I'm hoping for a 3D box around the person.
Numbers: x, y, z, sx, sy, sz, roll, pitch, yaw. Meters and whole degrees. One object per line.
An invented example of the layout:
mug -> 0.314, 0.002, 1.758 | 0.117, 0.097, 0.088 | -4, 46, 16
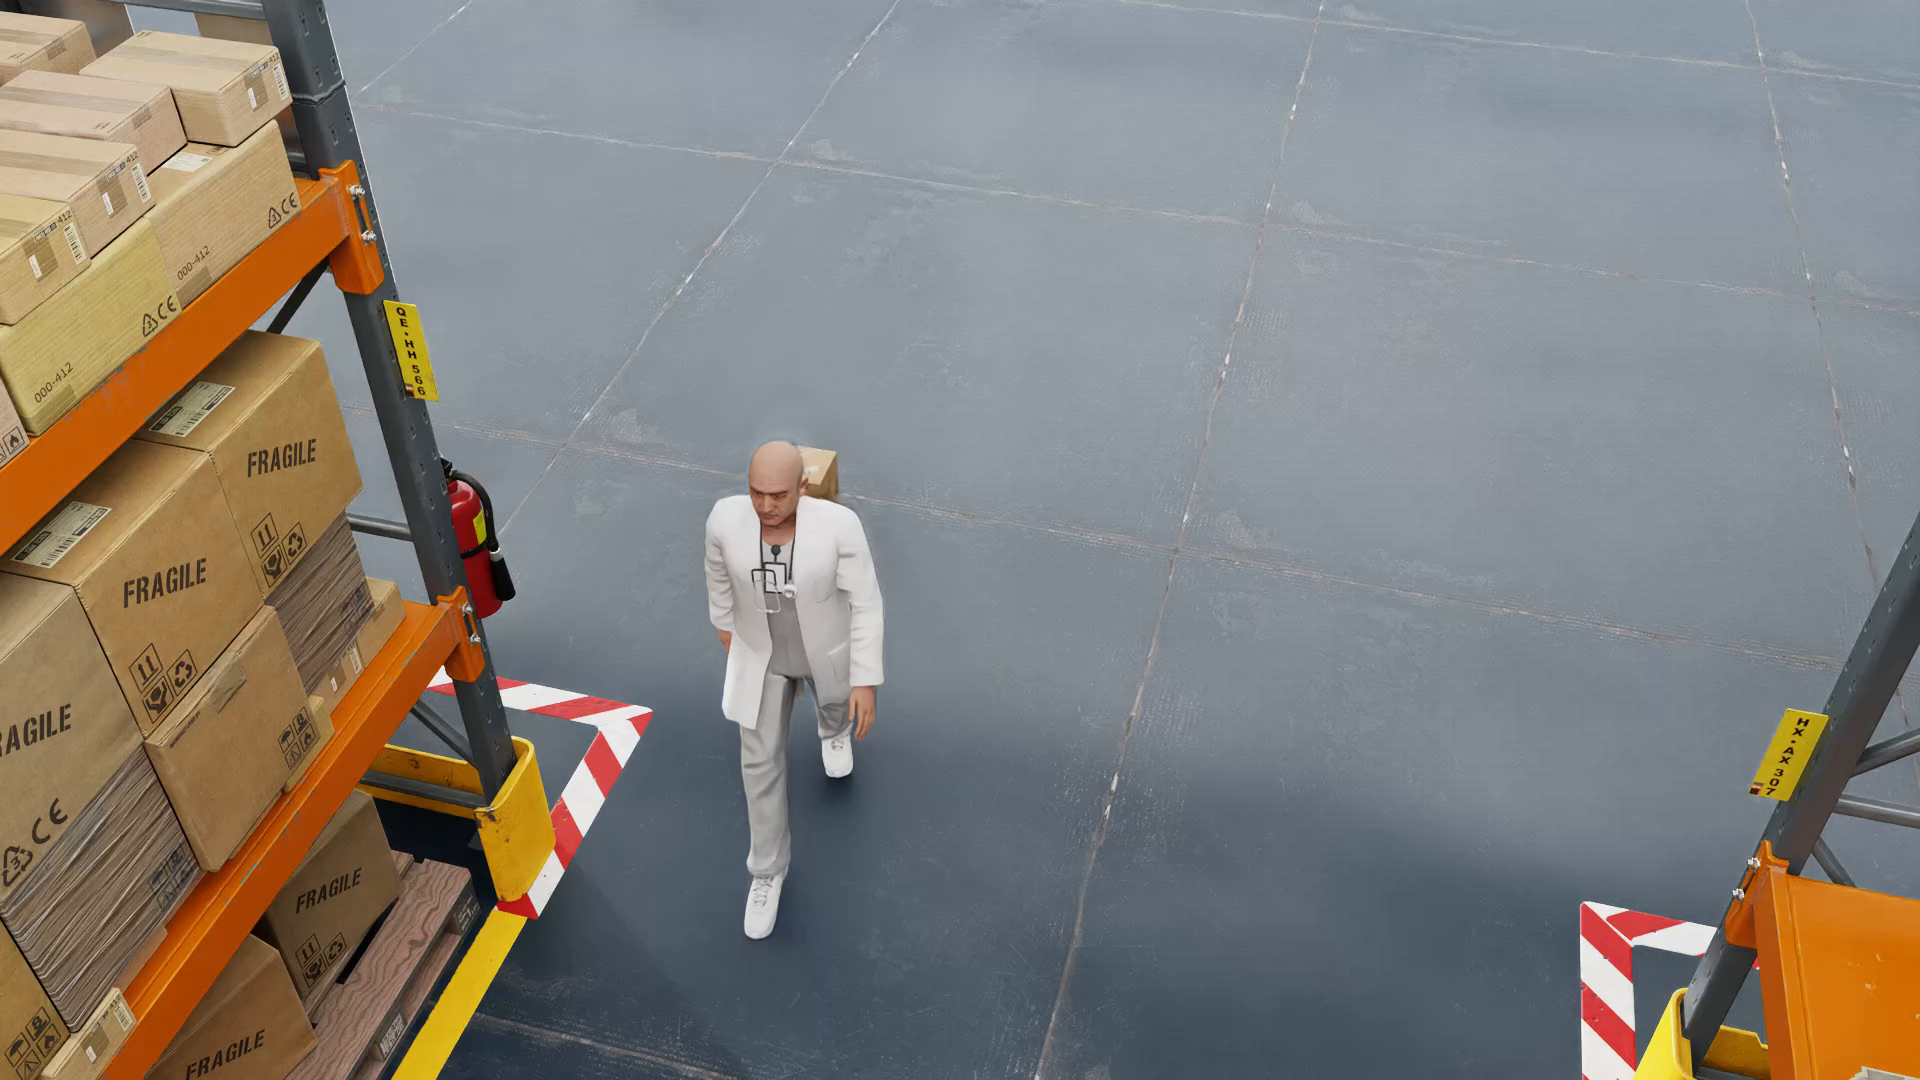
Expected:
person -> -0.566, 0.402, 5.676 | 0.632, 1.722, 1.123 | 1, 40, 1
